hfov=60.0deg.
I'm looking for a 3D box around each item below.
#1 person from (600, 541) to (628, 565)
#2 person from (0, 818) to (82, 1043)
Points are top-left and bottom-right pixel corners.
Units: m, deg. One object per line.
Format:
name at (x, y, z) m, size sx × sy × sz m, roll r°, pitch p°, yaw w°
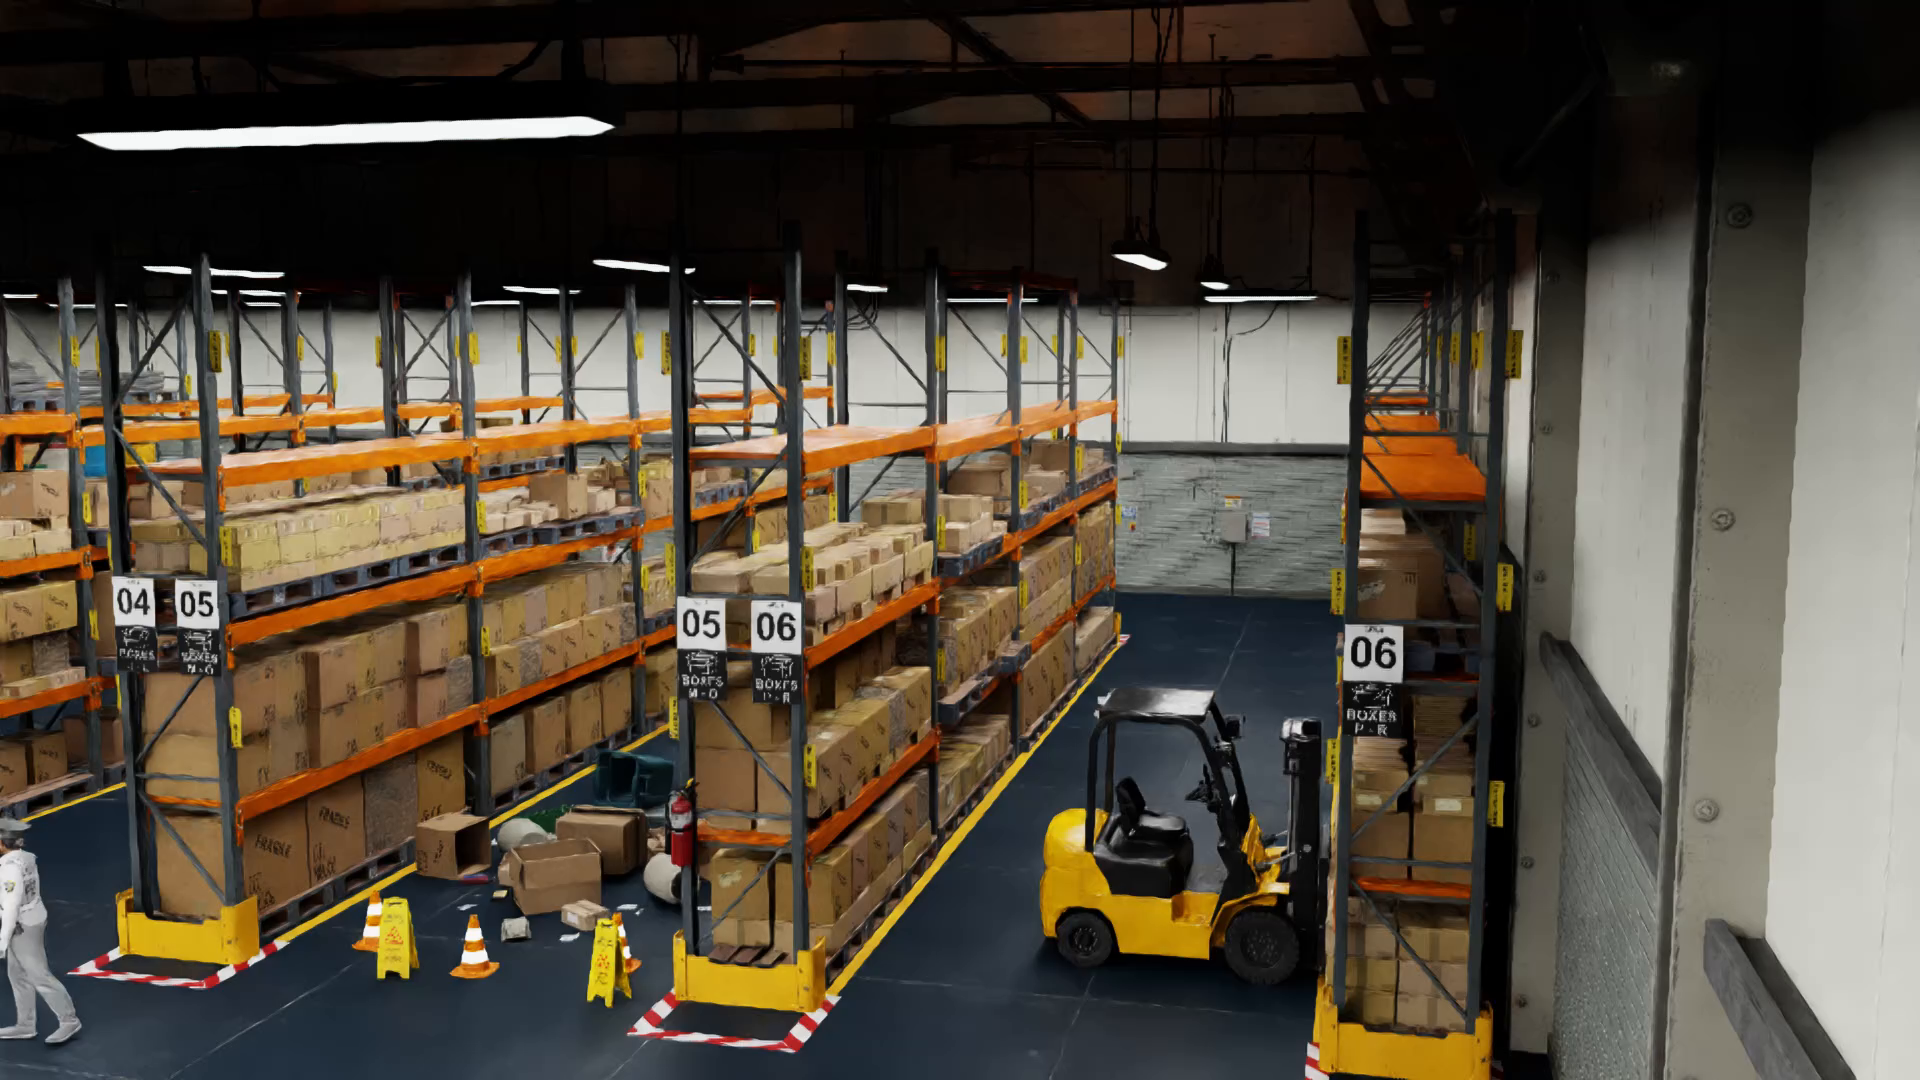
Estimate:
person at (-6.166, 0.704, 29.540) m, size 0.550 × 1.709 × 1.128 m, roll 1°, pitch 7°, yaw 11°
person at (-6.835, 2.862, 12.237) m, size 0.591 × 1.658 × 0.510 m, roll -3°, pitch 7°, yaw -20°
